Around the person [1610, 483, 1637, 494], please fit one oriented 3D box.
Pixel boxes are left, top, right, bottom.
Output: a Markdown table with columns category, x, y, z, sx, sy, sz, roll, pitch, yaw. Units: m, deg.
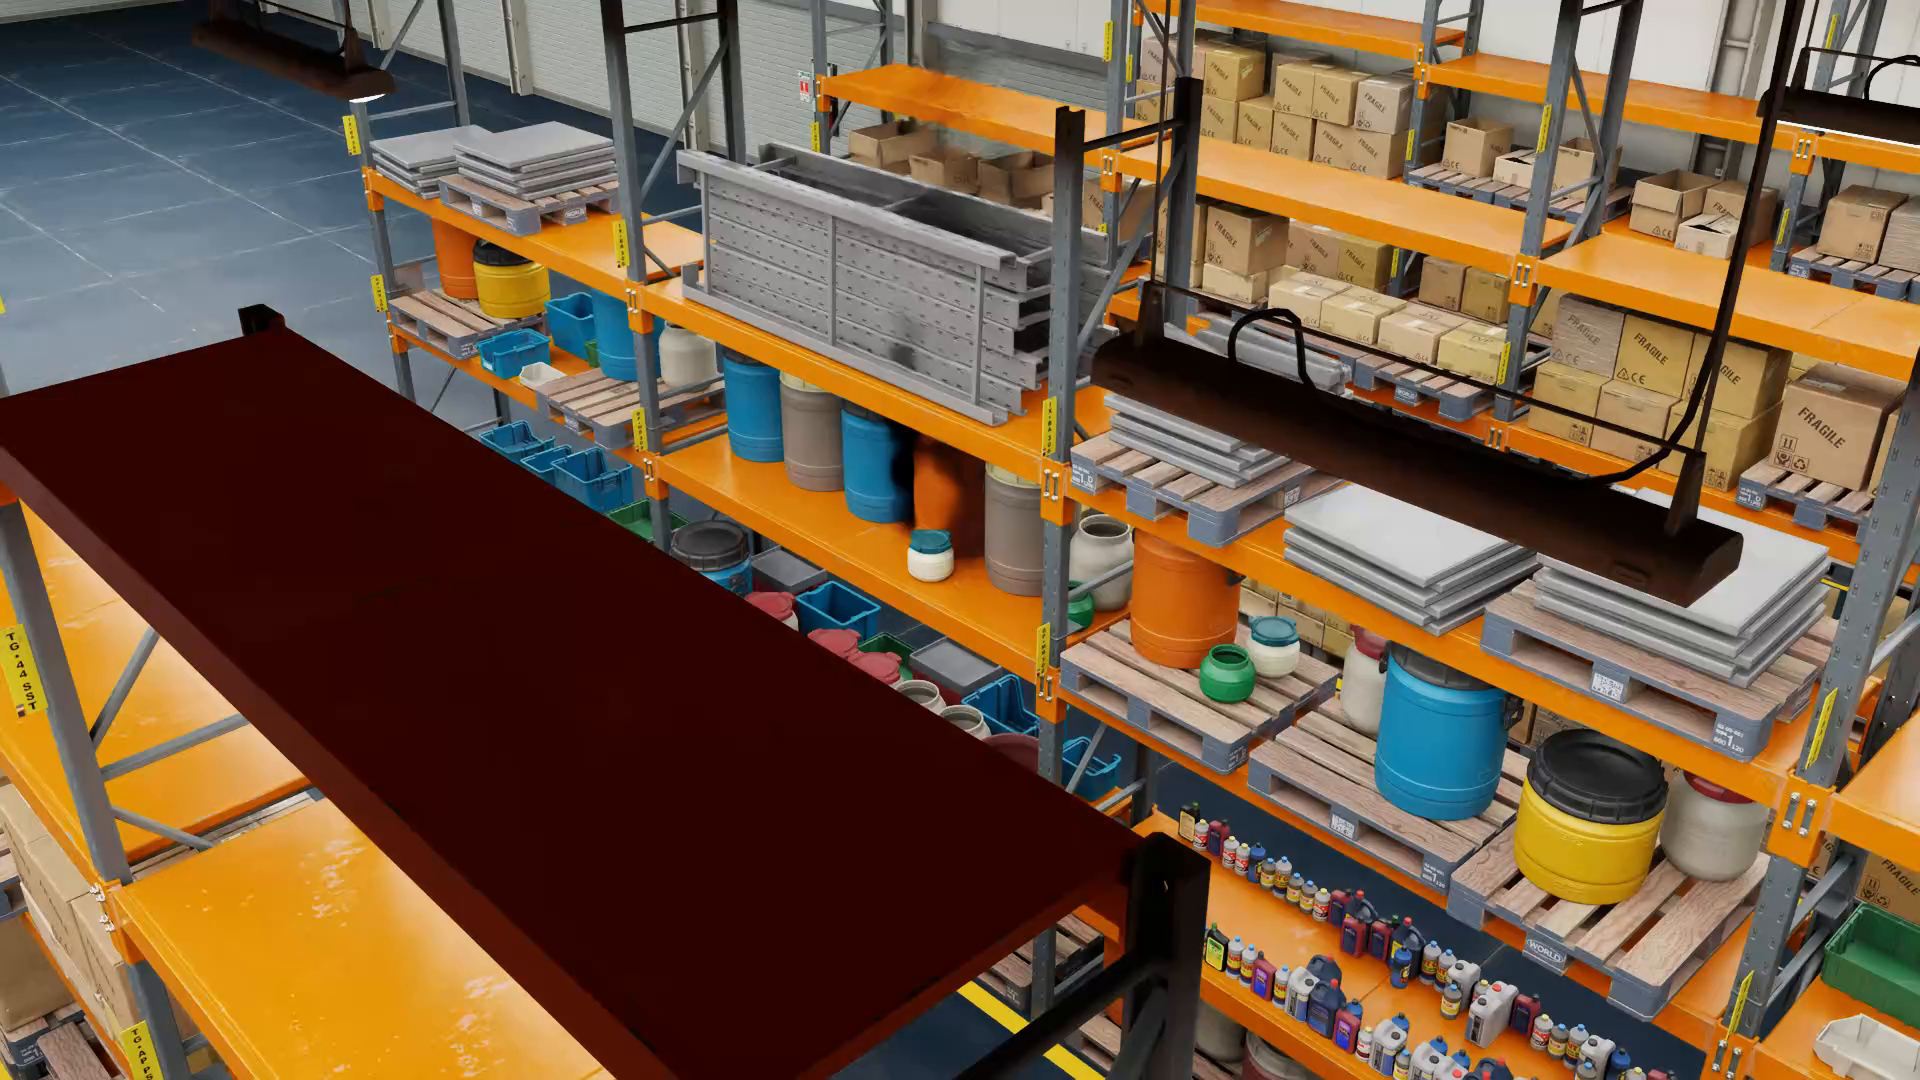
| category | x | y | z | sx | sy | sz | roll | pitch | yaw |
| --- | --- | --- | --- | --- | --- | --- | --- | --- | --- |
| person | 6.079 | -0.104 | 15.218 | 0.856 | 1.740 | 0.714 | 20 | 34 | 33 |
